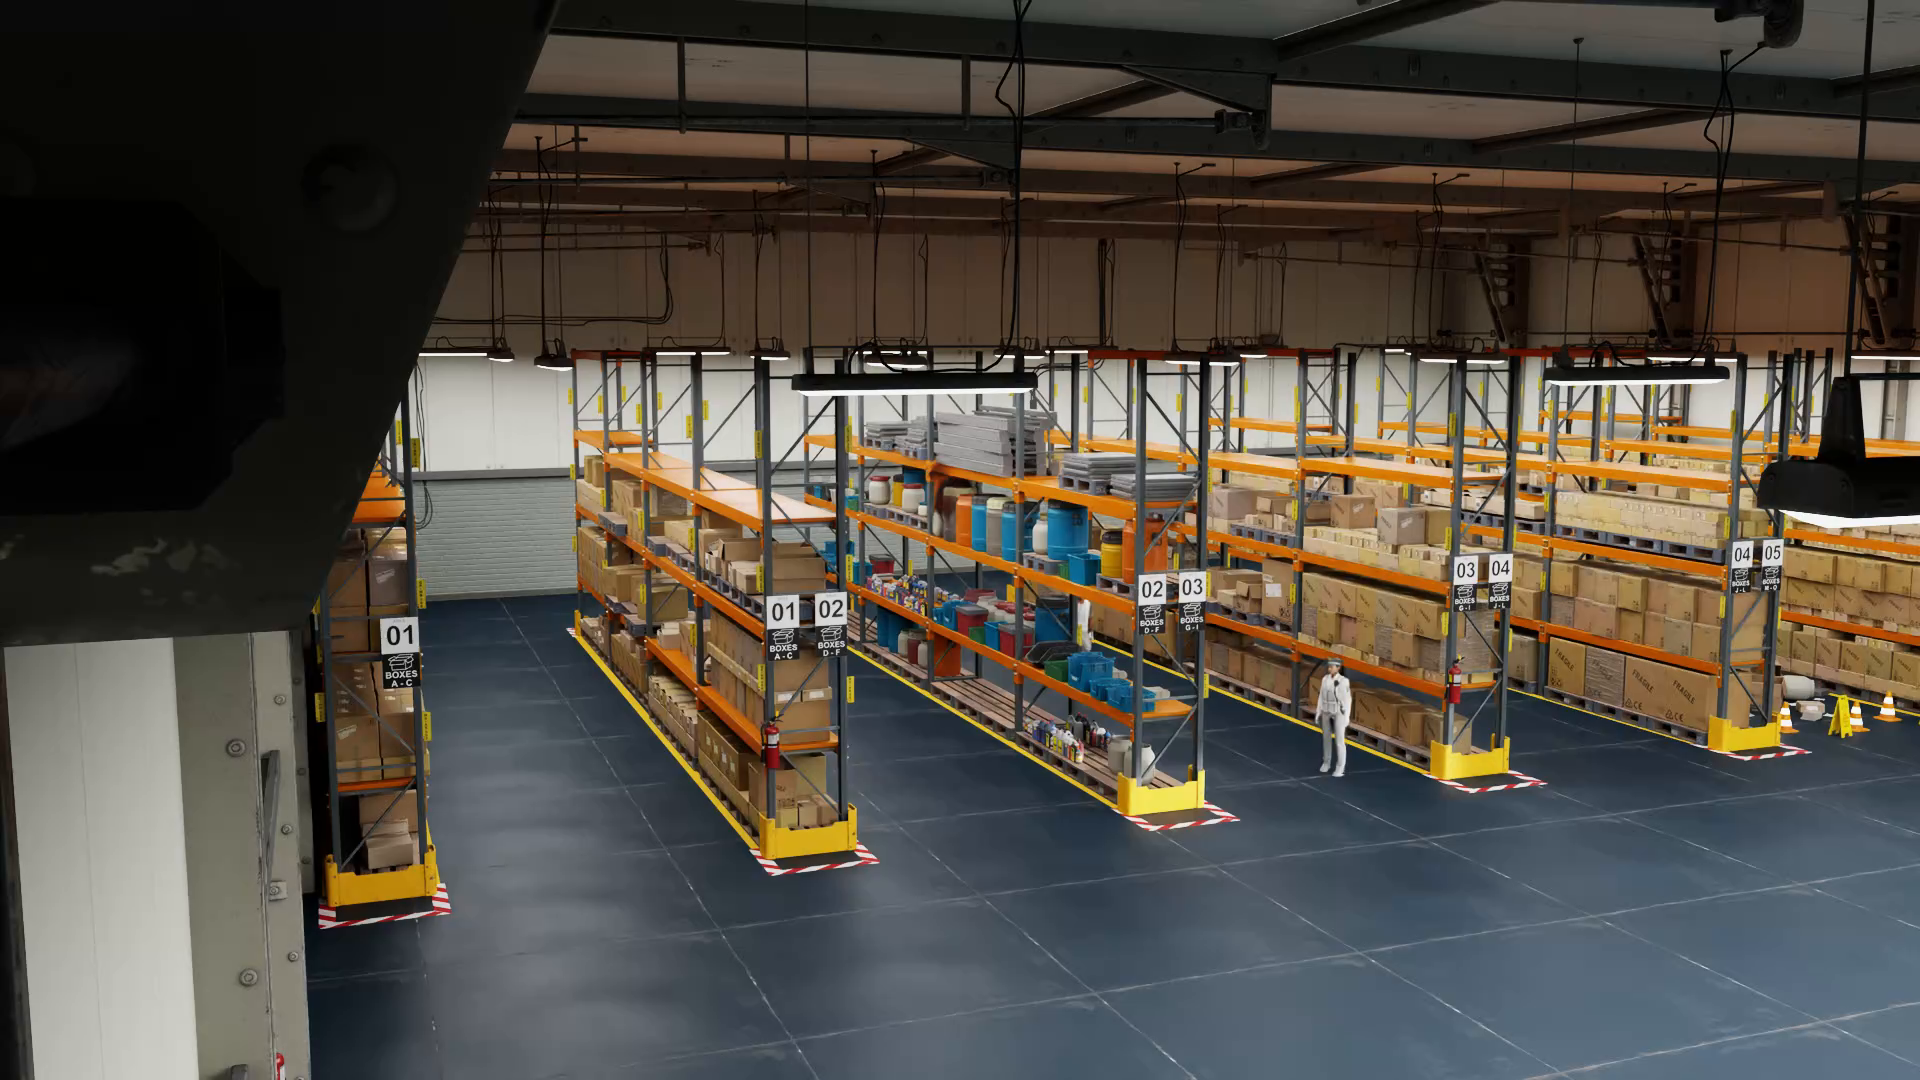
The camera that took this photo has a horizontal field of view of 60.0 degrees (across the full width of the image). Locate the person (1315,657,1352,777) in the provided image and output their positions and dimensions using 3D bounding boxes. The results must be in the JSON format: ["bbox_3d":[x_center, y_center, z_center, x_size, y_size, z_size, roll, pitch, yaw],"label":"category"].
[{"bbox_3d":[5.370,2.522,23.991,0.376,1.703,0.511,-6,9,-40],"label":"person"}]

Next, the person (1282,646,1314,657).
[{"bbox_3d":[6.665,1.447,32.744,0.555,1.649,0.937,-2,7,-16],"label":"person"}]

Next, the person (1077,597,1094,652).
[{"bbox_3d":[2.124,1.677,30.411,0.639,1.731,0.922,-3,8,-24],"label":"person"}]
